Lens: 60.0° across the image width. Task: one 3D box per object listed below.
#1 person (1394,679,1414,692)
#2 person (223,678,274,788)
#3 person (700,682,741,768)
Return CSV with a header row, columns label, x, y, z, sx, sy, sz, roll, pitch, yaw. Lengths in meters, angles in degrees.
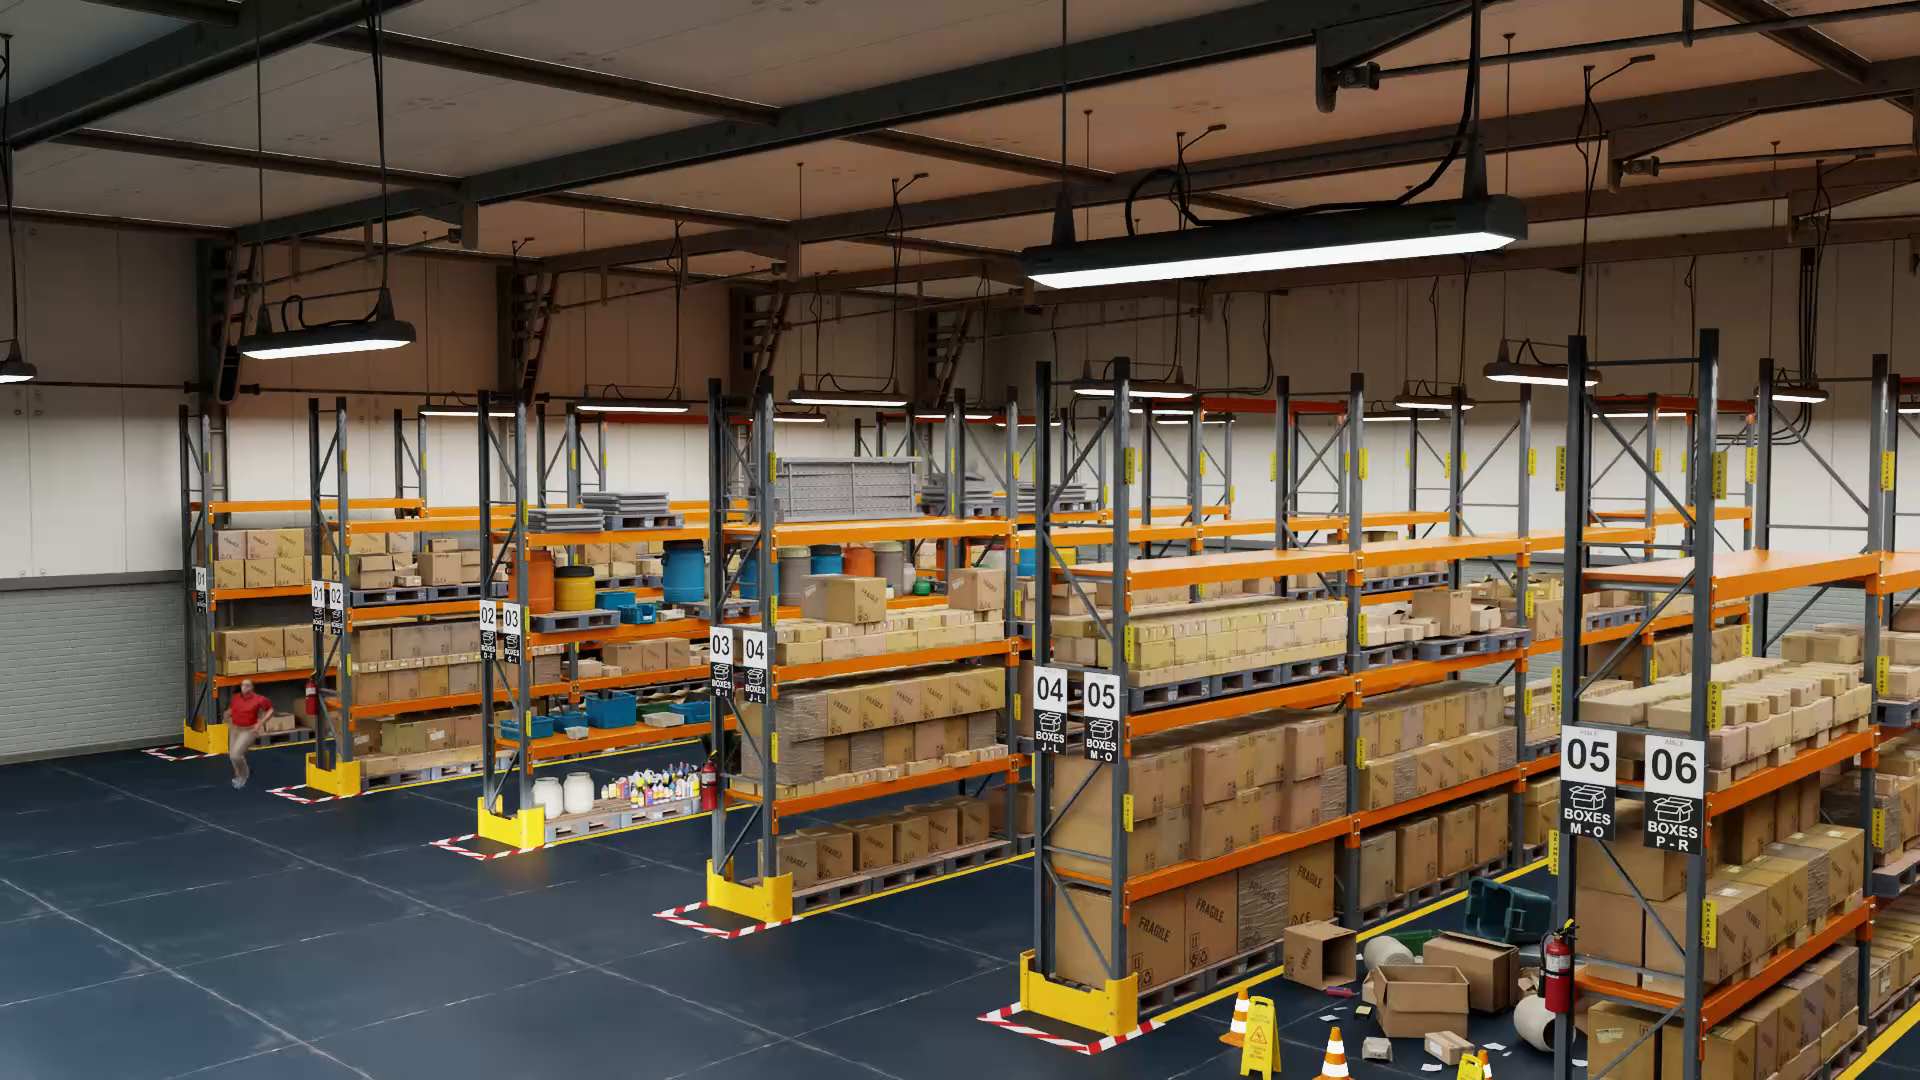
label,x,y,z,sx,sy,sz,roll,pitch,yaw
person,7.001,2.928,26.164,0.687,1.684,1.004,3,4,44
person,-11.019,2.991,25.620,0.666,1.724,0.676,1,3,19
person,-3.880,2.859,26.799,0.642,1.838,0.754,2,4,39
